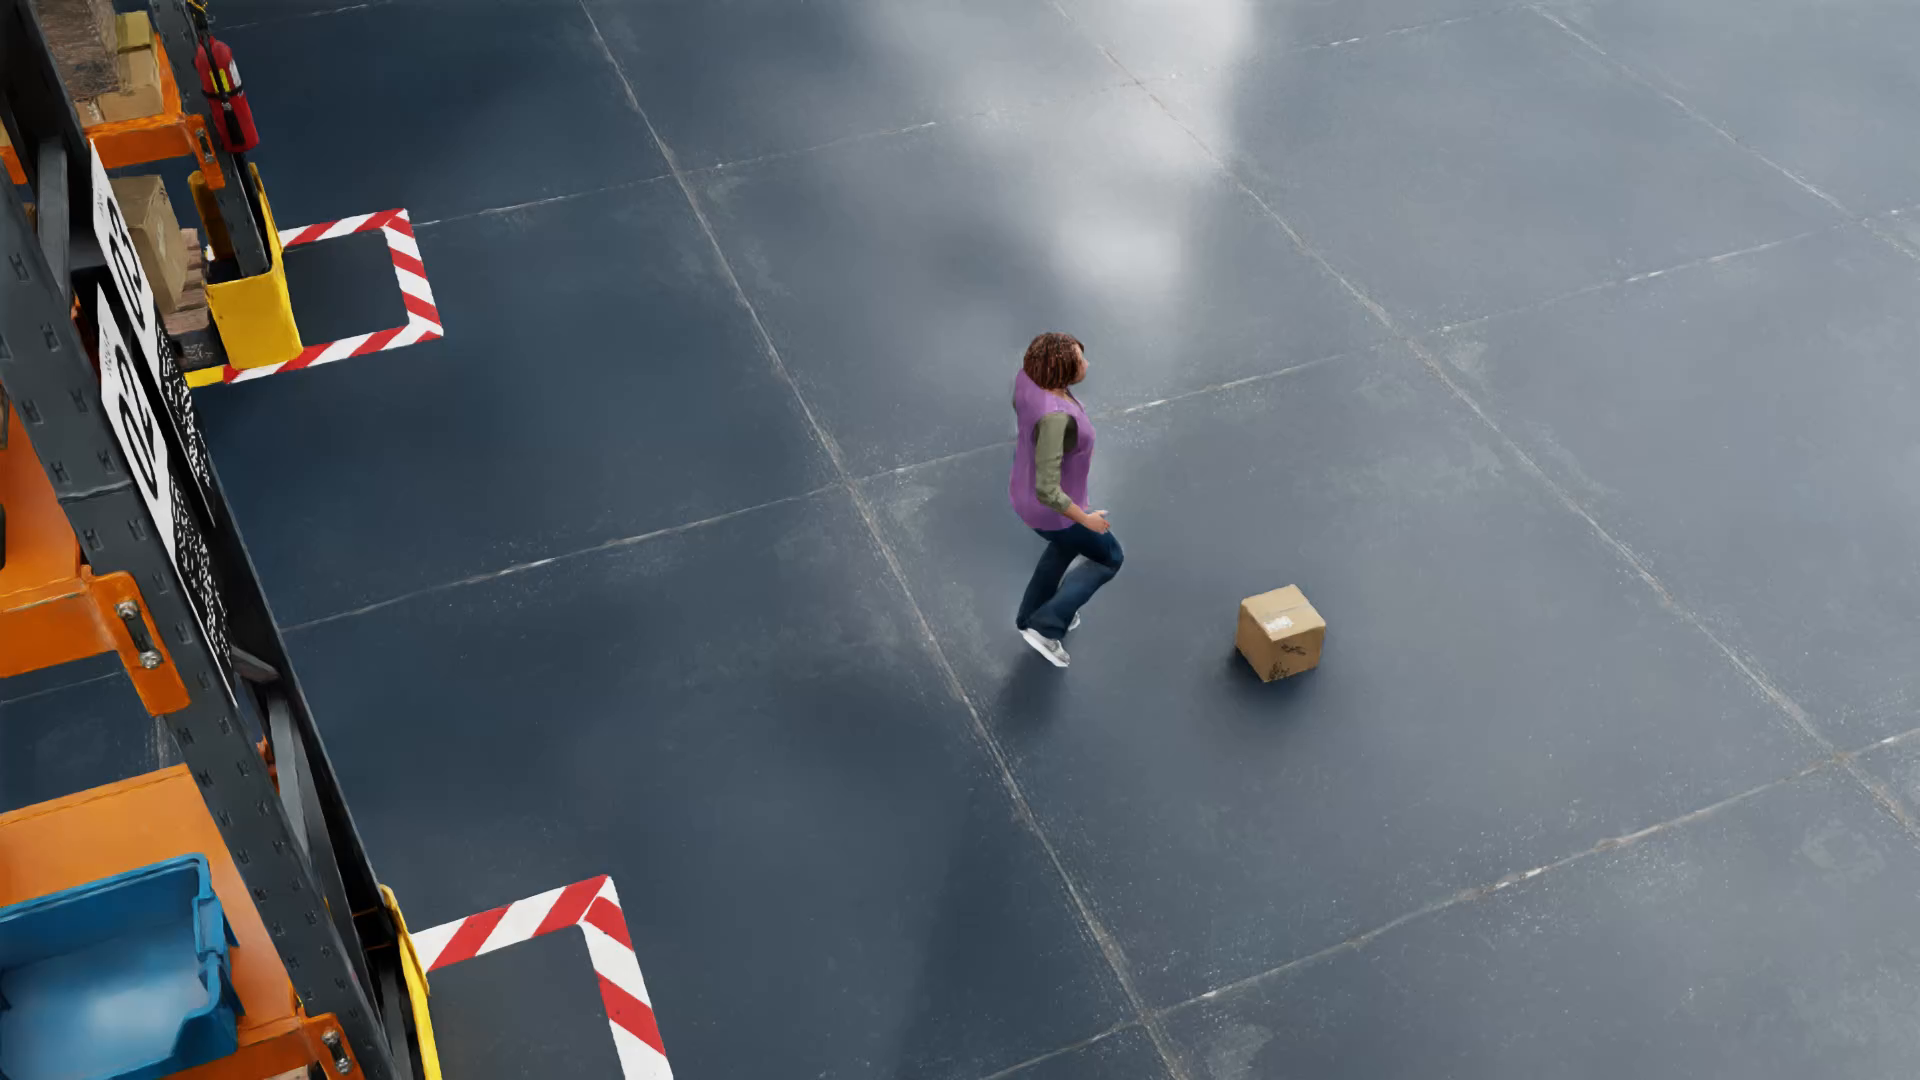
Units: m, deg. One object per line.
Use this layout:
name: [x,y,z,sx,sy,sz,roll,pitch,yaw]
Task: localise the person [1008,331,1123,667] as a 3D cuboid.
person: [0.395,-0.172,6.379,0.435,1.572,0.600,-14,44,-14]
